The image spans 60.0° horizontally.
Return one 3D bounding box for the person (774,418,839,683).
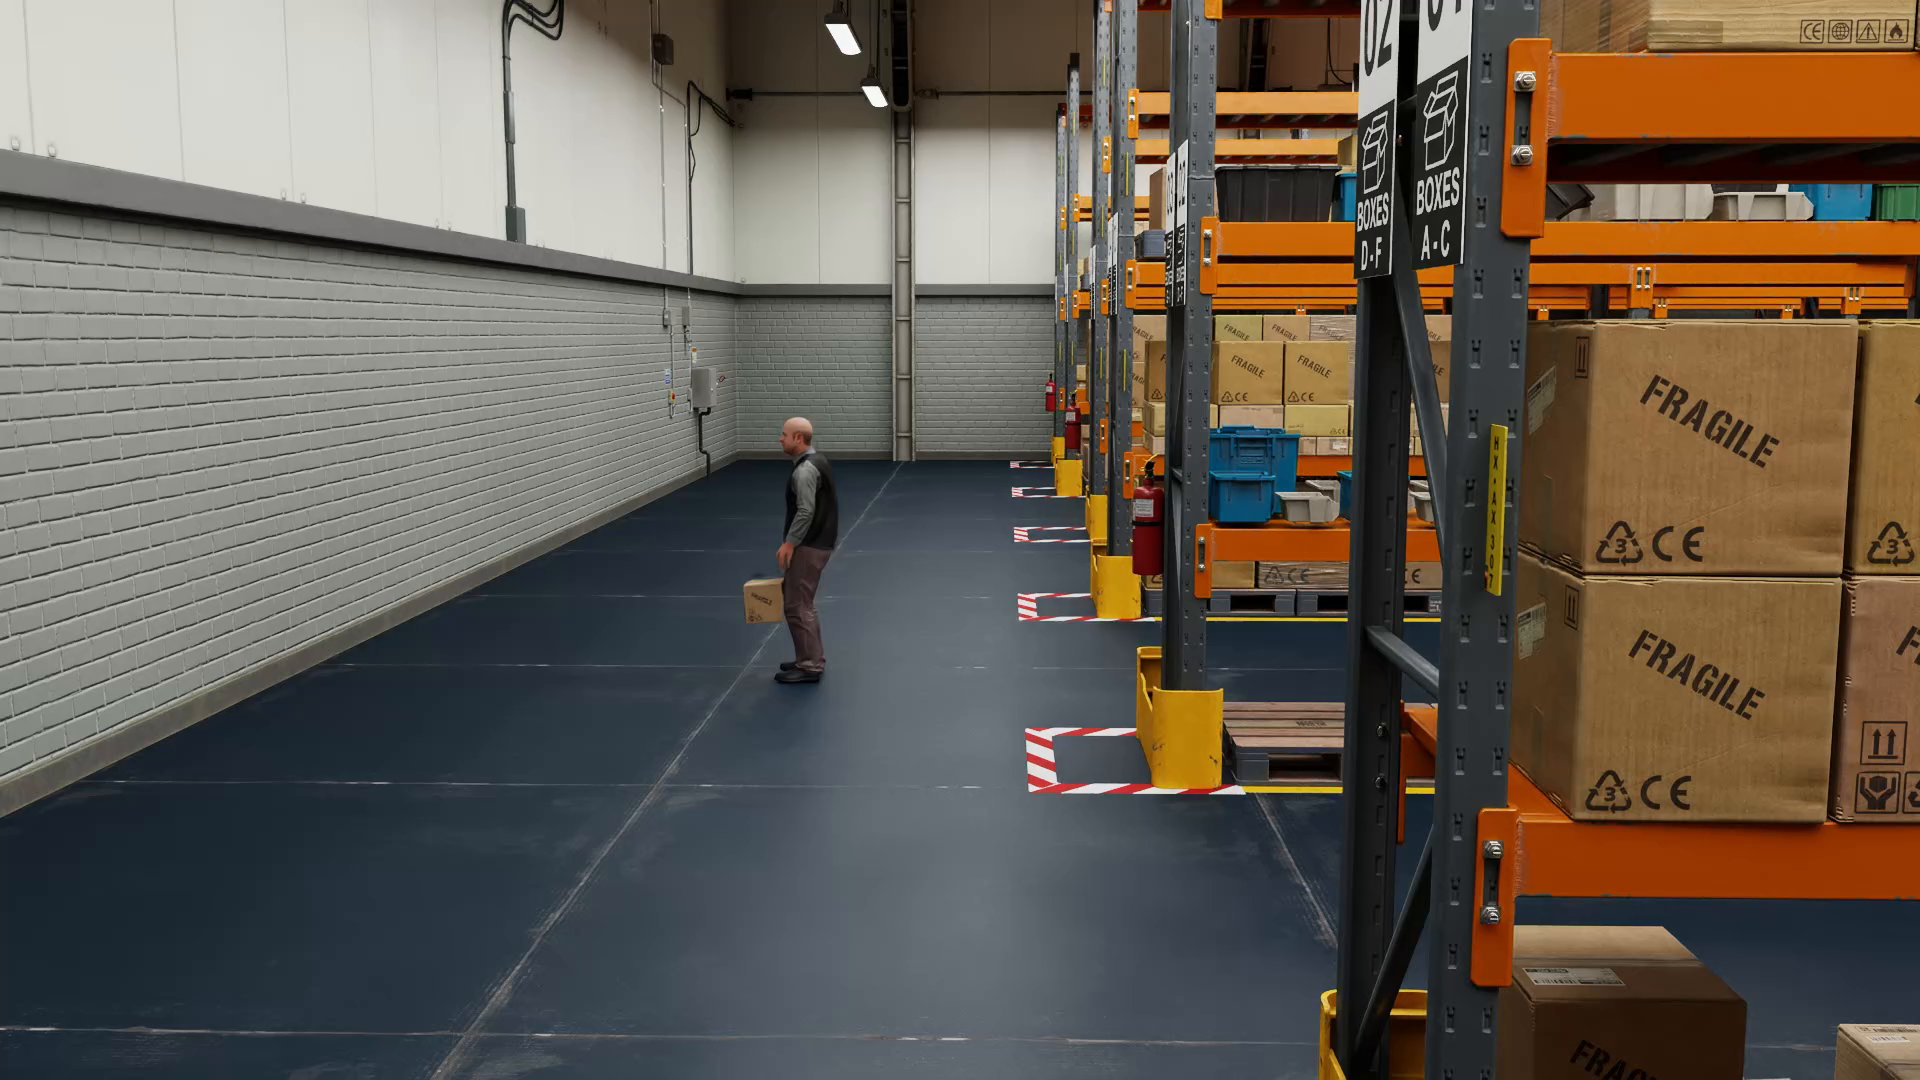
[{"bbox_3d":[-1.006,0.060,10.888,0.425,1.719,0.582,0,7,-2],"label":"person"}]
